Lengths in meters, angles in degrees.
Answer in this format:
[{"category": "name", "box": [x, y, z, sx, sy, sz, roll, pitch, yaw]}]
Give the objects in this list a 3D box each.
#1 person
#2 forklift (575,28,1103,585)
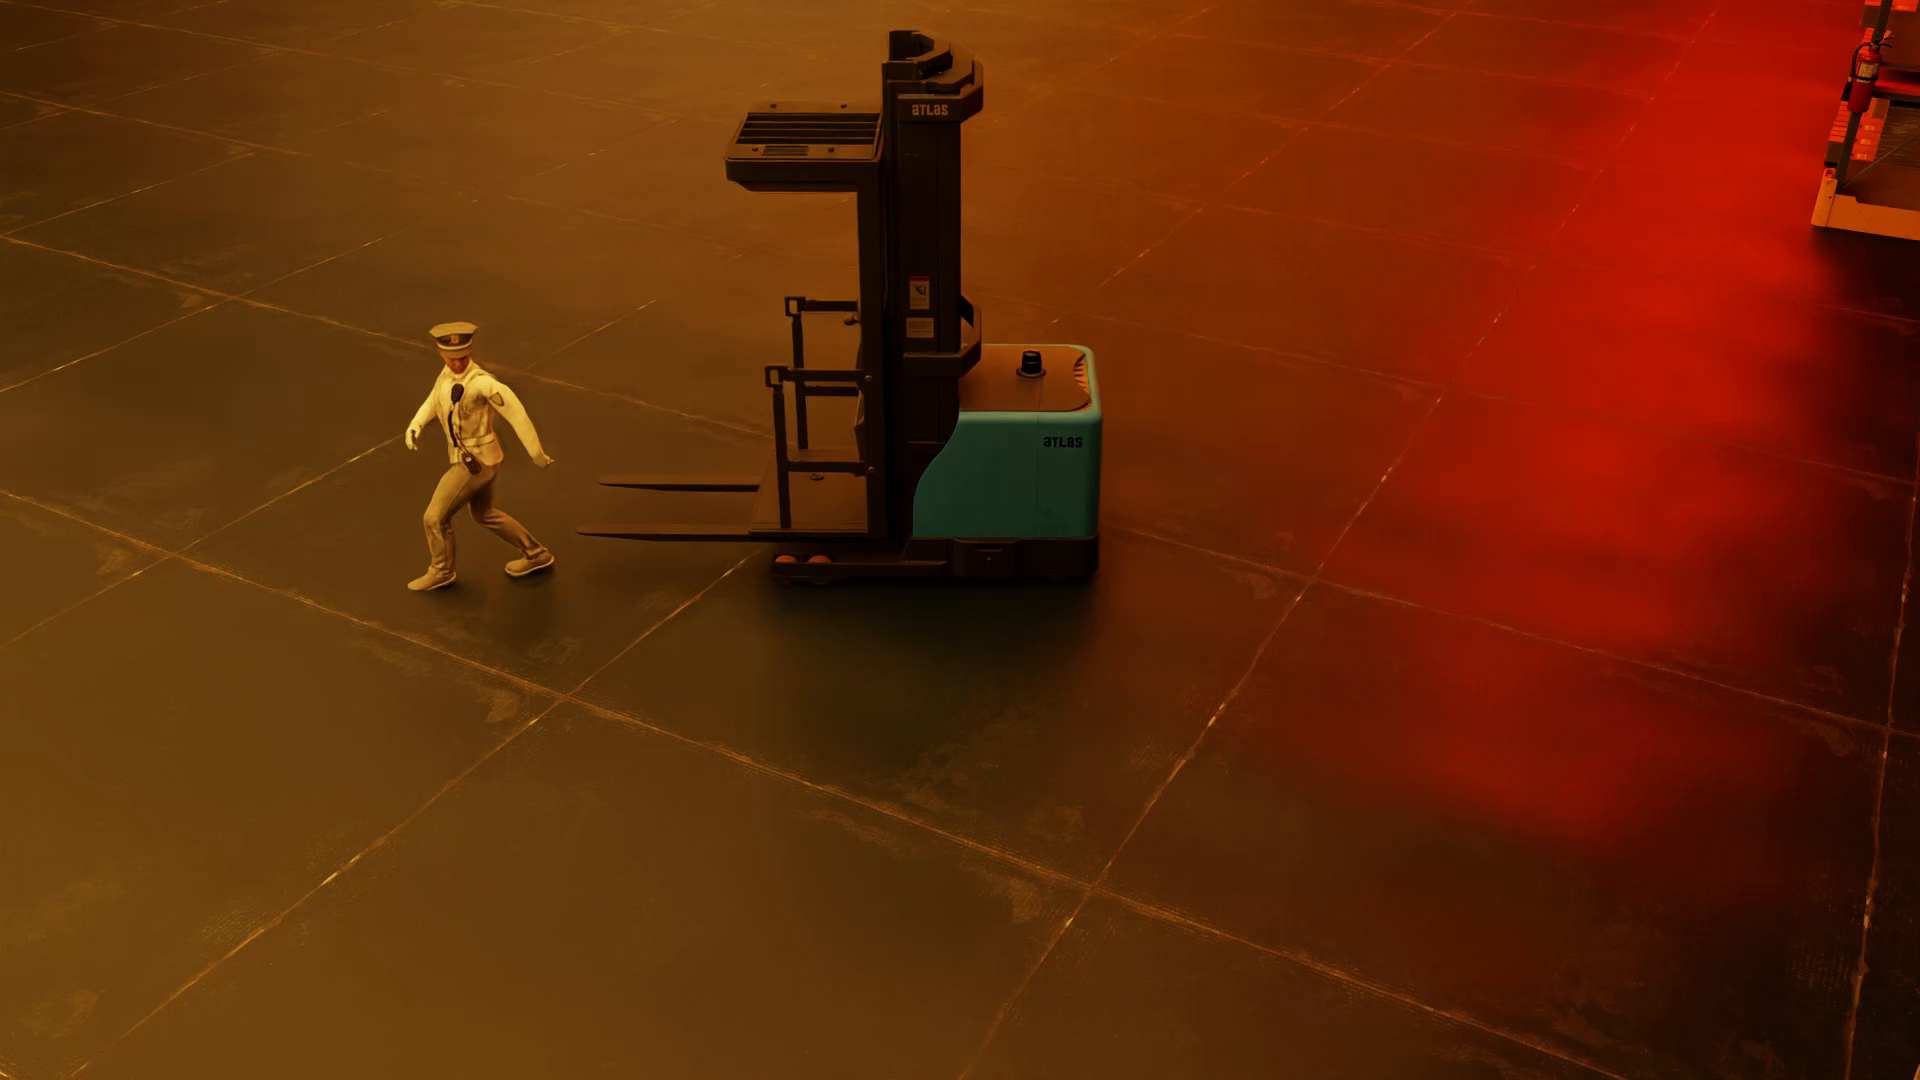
[{"category": "person", "box": [-2.724, -0.438, 9.213, 0.895, 1.611, 0.506, -9, 31, -15]}, {"category": "forklift", "box": [-0.710, -1.276, 9.281, 3.031, 2.935, 1.130, 0, 30, 1]}]
